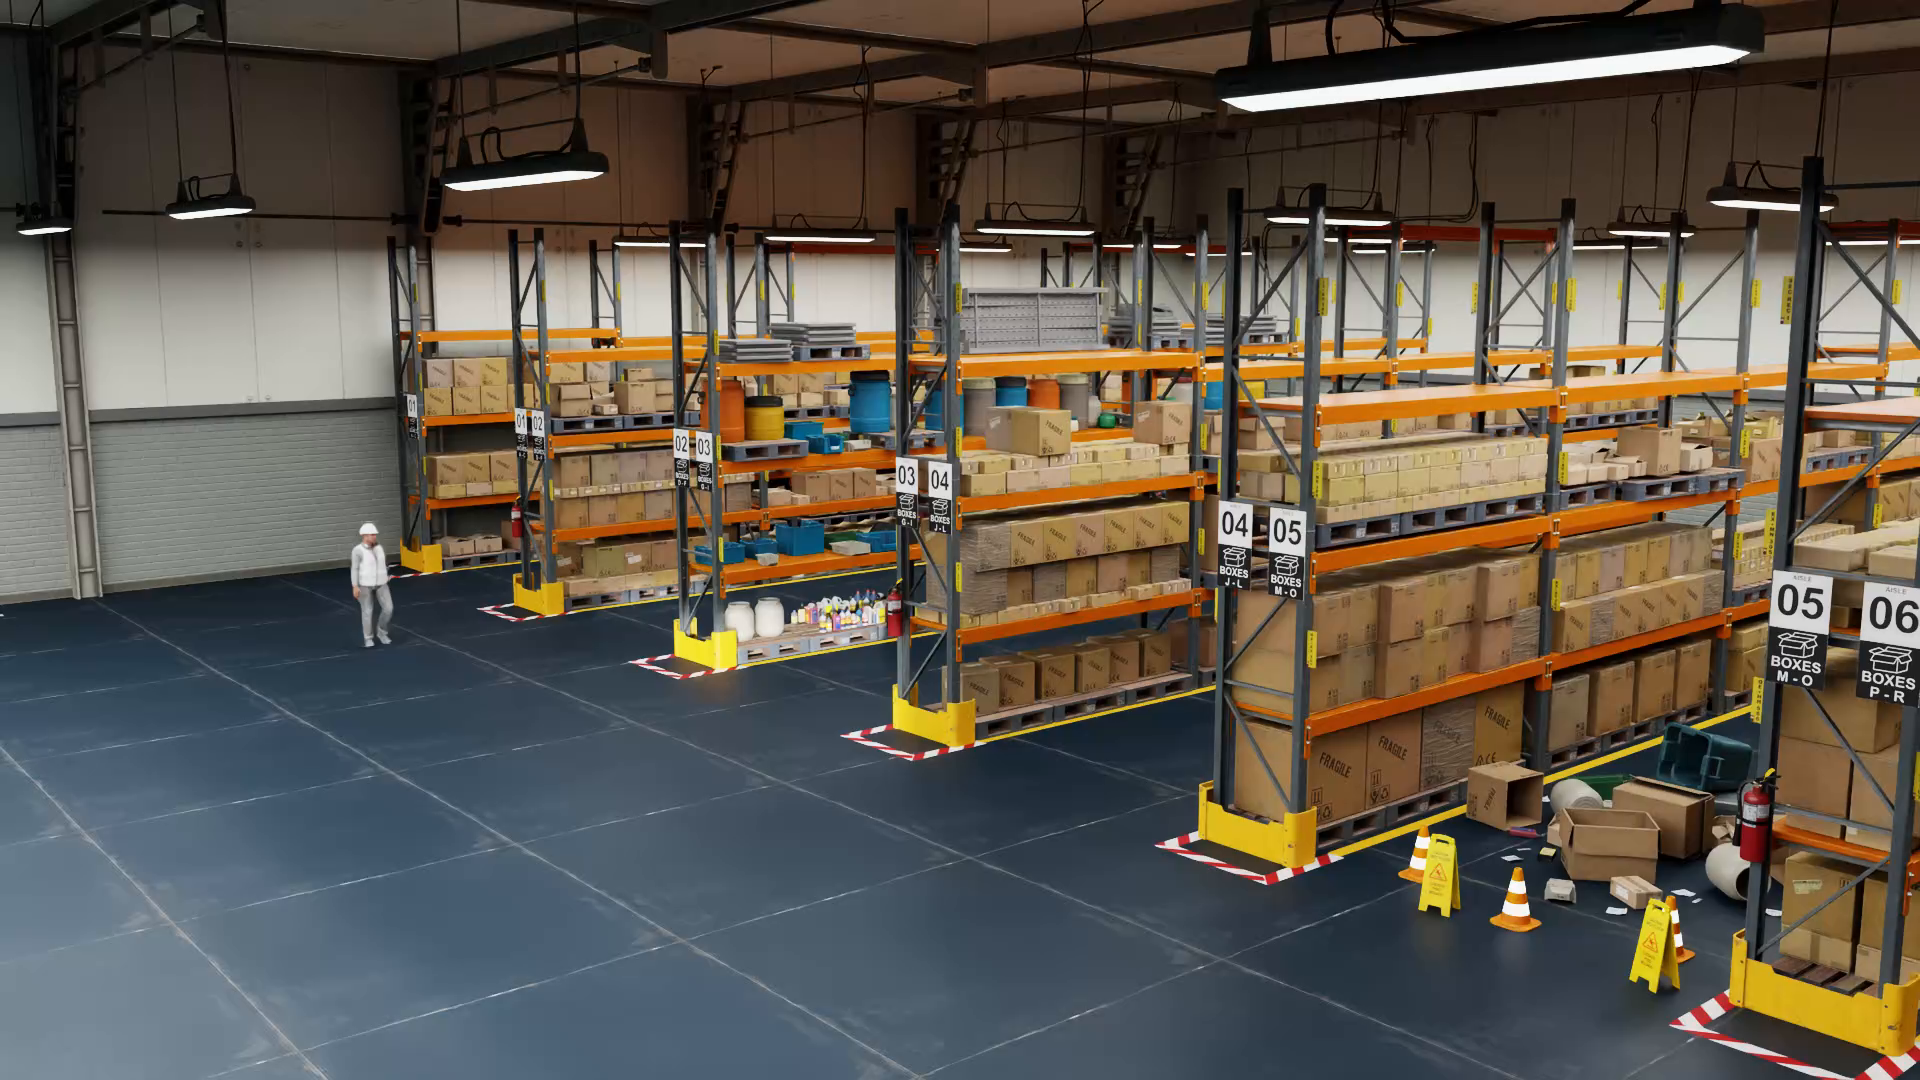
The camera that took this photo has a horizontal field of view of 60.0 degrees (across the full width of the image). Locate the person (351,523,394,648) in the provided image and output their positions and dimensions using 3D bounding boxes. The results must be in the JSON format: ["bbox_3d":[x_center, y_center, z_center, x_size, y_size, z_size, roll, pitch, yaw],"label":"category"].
[{"bbox_3d":[-8.463,0.649,23.860,0.590,1.793,0.416,-7,11,-40],"label":"person"}]
